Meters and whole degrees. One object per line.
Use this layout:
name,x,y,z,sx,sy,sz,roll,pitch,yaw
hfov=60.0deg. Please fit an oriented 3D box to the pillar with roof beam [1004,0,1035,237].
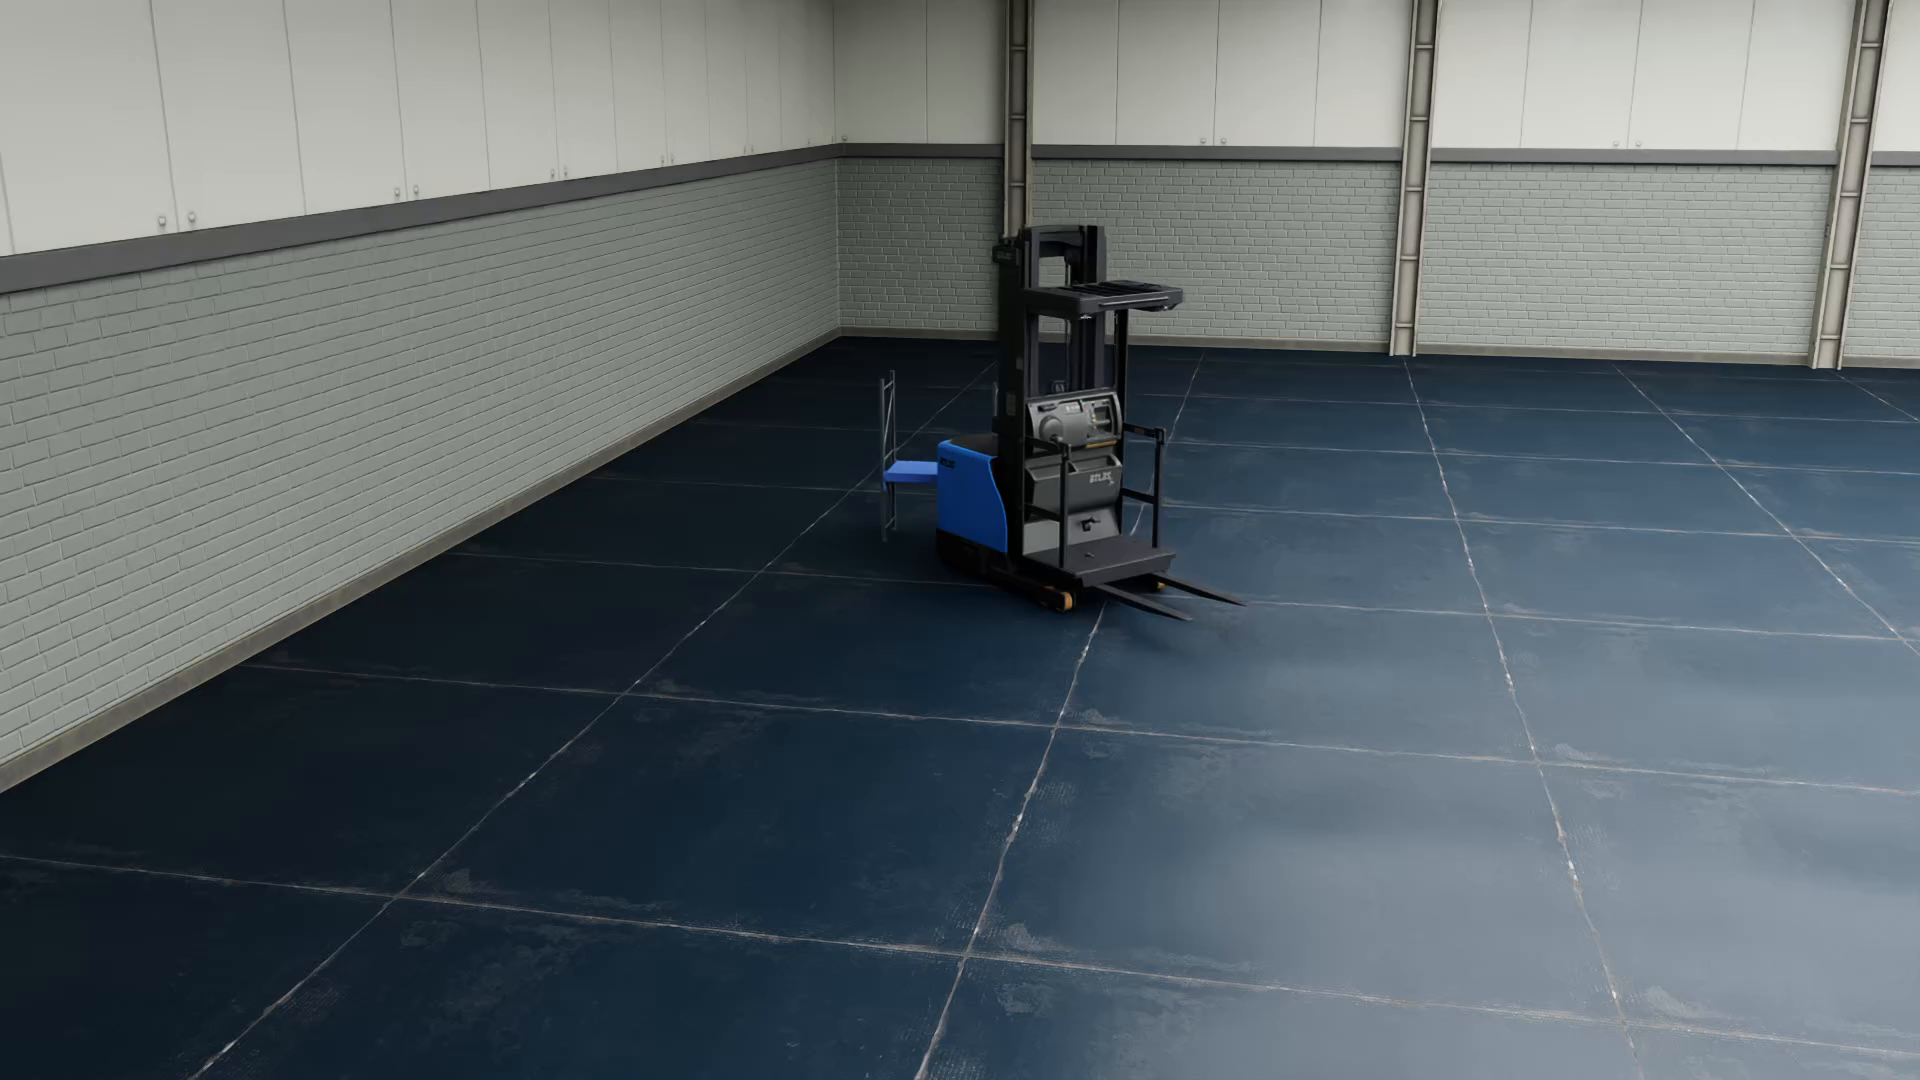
pillar with roof beam,0.056,-6.384,21.441,0.400,9.000,9.100,3,16,11

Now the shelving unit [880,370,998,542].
shelving unit,-0.158,-0.750,15.147,1.048,1.500,0.538,3,16,9

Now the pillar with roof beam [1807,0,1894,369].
pillar with roof beam,11.816,-5.746,19.137,0.400,9.000,9.100,3,16,11

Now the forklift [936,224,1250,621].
forklift,1.058,-0.987,13.321,1.130,2.935,3.031,-11,19,-34

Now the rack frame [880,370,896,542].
rack frame,-0.659,-0.773,15.230,0.032,1.500,0.500,3,16,9

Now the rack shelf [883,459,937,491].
rack shelf,-0.158,-0.576,15.195,1.000,0.185,0.538,3,16,9

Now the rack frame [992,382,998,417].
rack frame,0.343,-0.727,15.064,0.032,1.500,0.500,3,16,9

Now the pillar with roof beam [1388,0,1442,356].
pillar with roof beam,5.936,-6.065,20.289,0.400,9.000,9.100,3,16,11
